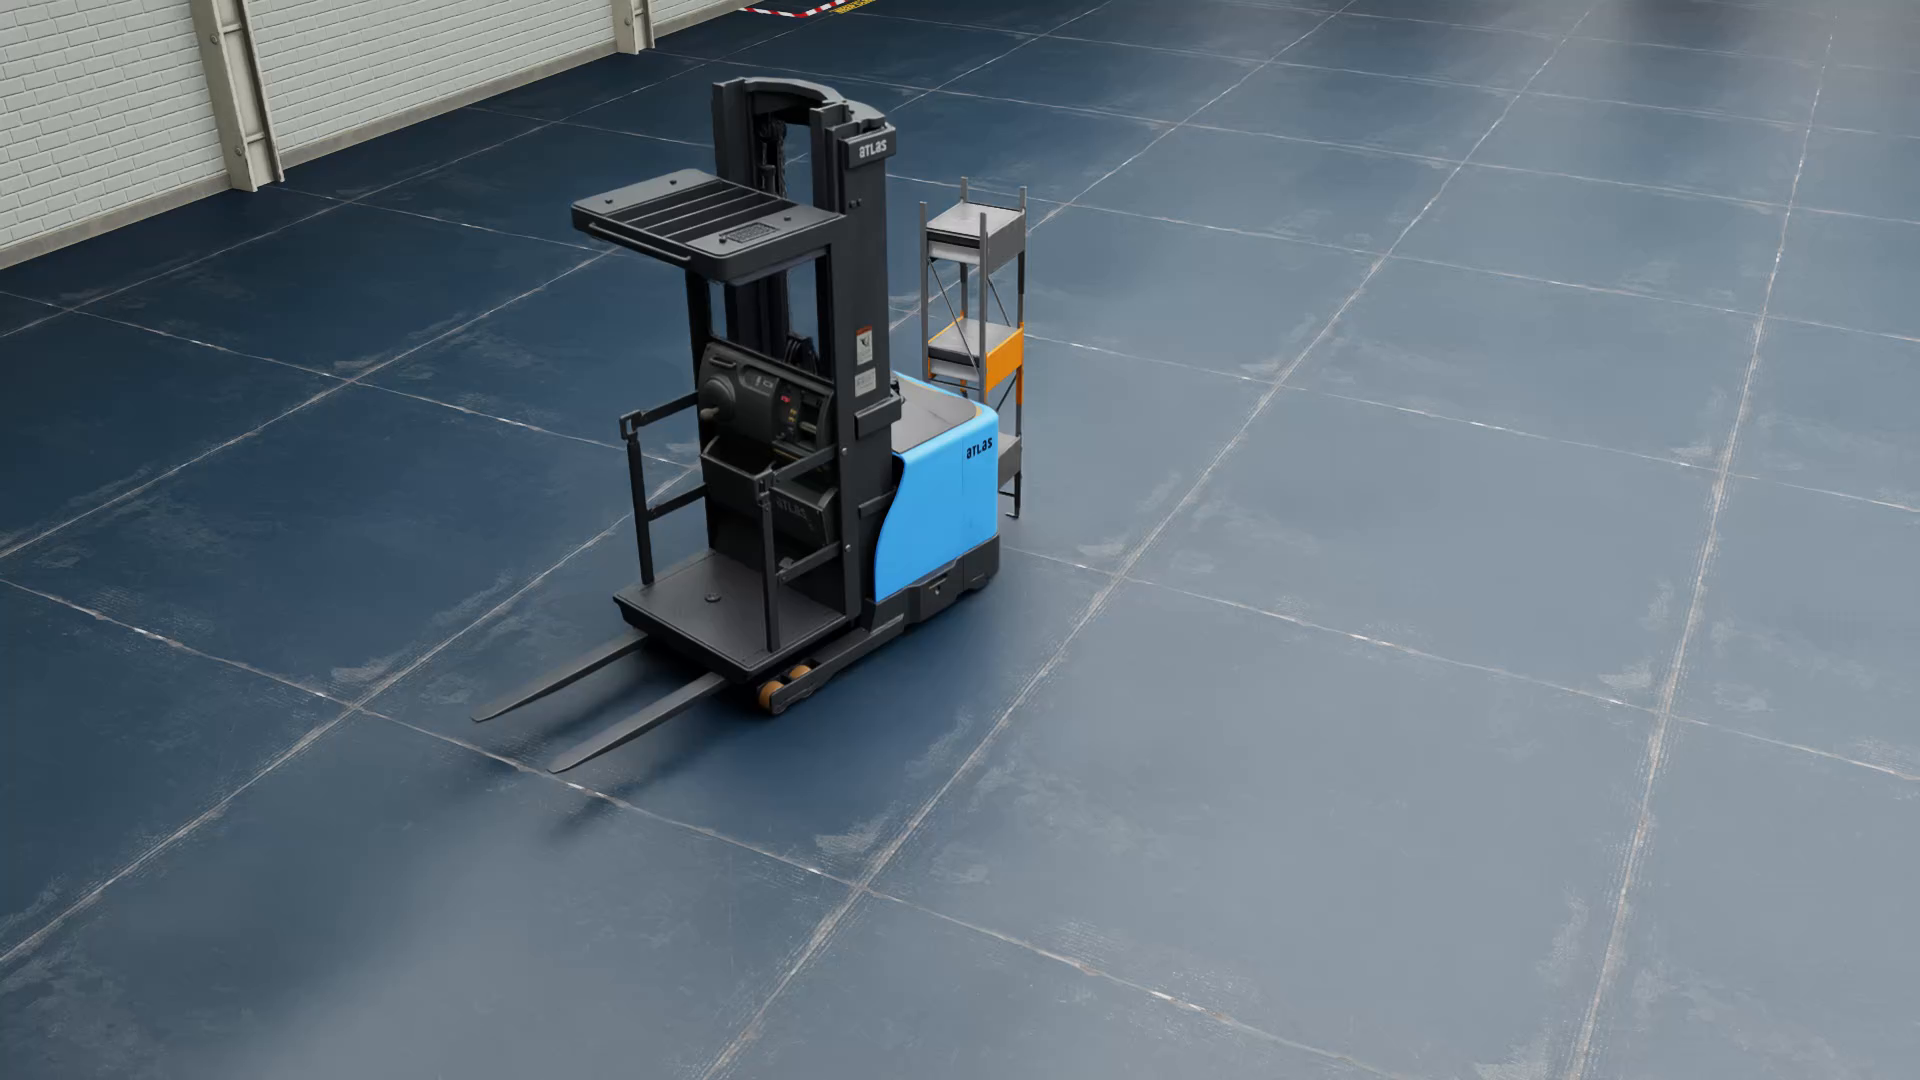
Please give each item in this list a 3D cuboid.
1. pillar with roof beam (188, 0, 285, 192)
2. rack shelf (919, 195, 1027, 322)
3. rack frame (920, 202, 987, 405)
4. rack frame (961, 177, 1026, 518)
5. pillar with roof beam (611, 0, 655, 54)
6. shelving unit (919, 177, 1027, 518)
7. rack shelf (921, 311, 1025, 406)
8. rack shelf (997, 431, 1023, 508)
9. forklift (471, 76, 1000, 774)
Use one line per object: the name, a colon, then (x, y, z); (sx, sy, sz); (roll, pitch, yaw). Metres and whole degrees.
pillar with roof beam: (-2.930, -6.355, 12.071); (9.100, 9.000, 0.400); (14, 33, 23)
rack shelf: (0.076, -1.580, 9.304); (0.431, 0.518, 0.480); (15, 33, 24)
rack frame: (-0.036, -0.877, 9.459); (0.400, 2.100, 0.015); (15, 33, 24)
rack frame: (0.190, -1.093, 9.834); (0.400, 2.100, 0.015); (15, 33, 24)
pillar with roof beam: (-0.197, -9.015, 16.703); (9.100, 9.000, 0.400); (14, 33, 23)
shelving unit: (0.077, -0.985, 9.646); (0.431, 2.100, 0.503); (15, 33, 24)
rack shelf: (0.077, -0.973, 9.653); (0.431, 0.518, 0.480); (15, 33, 24)
rack shelf: (0.078, -0.367, 10.002); (0.431, 0.518, 0.480); (15, 33, 24)
forklift: (-1.128, -0.668, 8.260); (1.130, 2.935, 3.031); (24, 38, 35)
